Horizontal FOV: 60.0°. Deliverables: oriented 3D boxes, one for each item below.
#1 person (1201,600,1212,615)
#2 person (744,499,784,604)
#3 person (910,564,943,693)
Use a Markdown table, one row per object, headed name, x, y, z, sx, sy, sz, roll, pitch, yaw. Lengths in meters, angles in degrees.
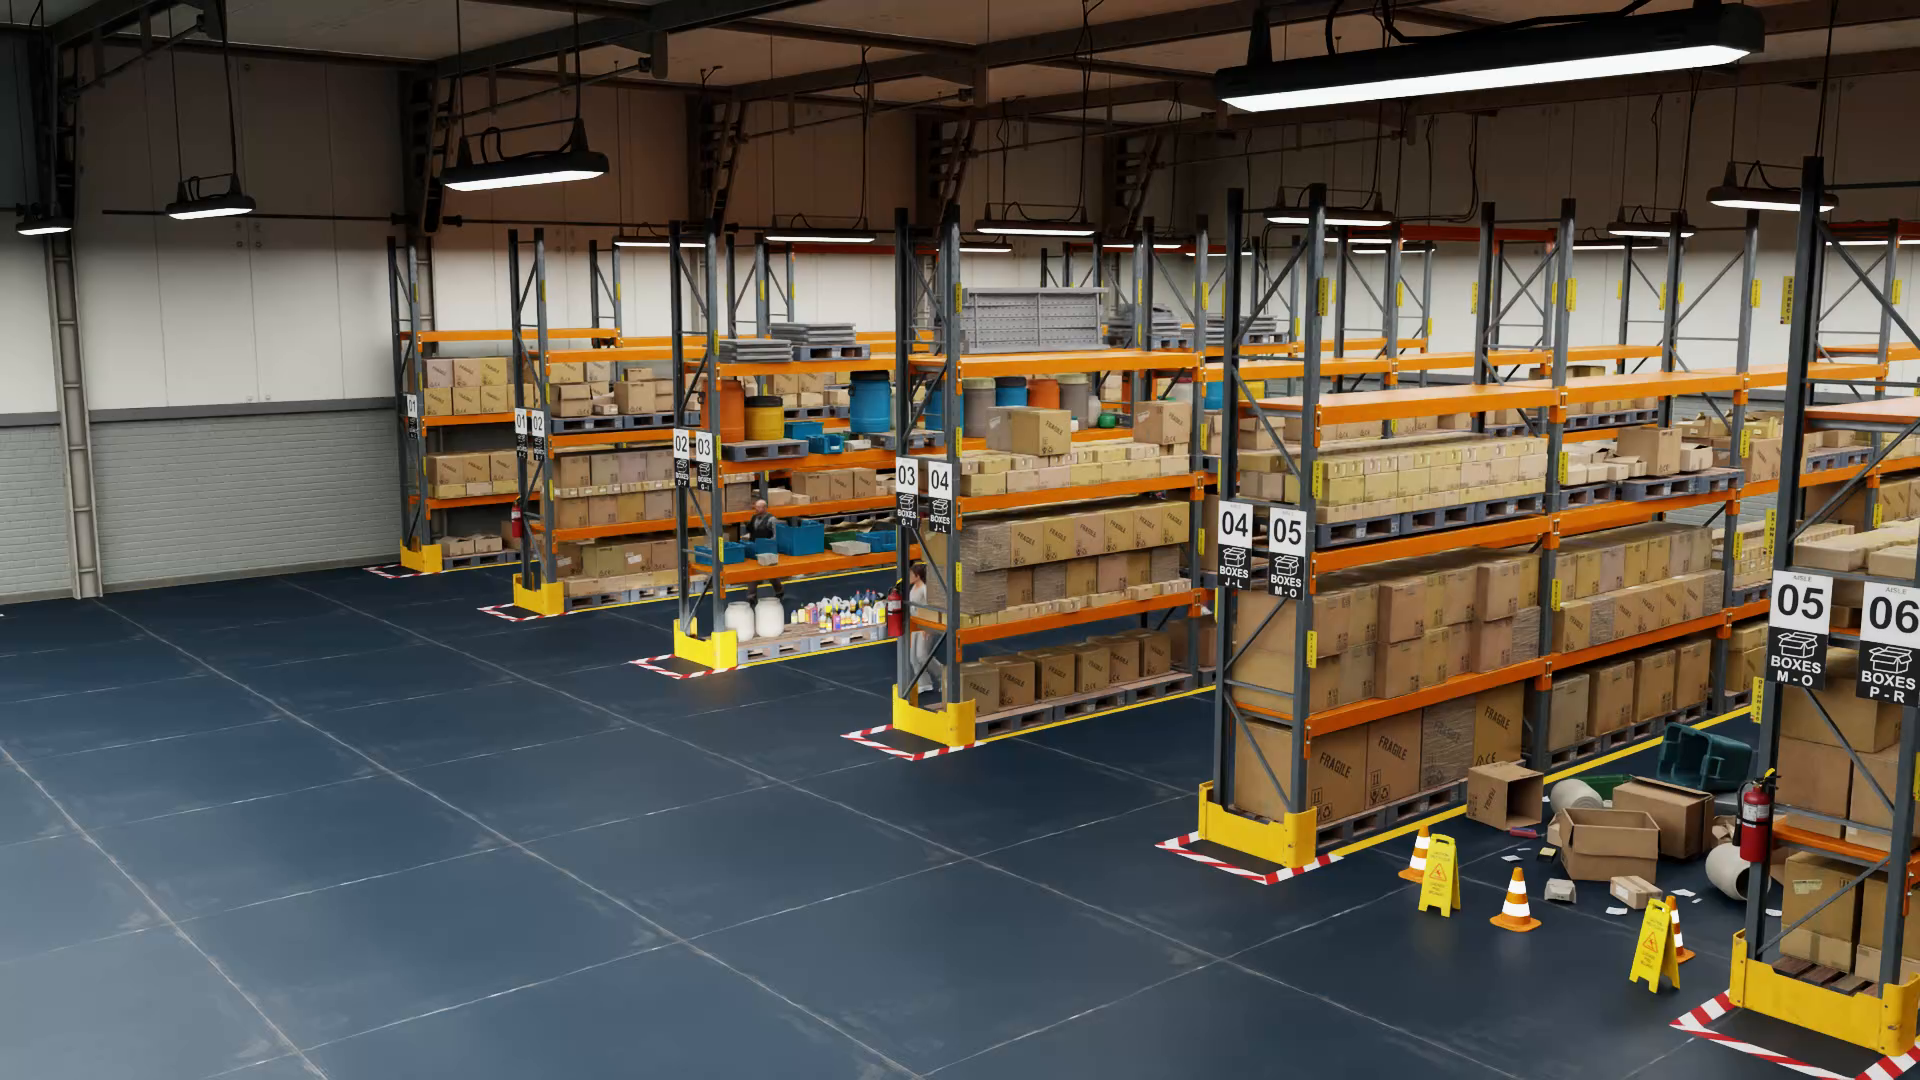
| name | x | y | z | sx | sy | sz | roll | pitch | yaw |
| --- | --- | --- | --- | --- | --- | --- | --- | --- | --- |
| person | 3.790 | 0.381 | 25.828 | 0.476 | 1.668 | 0.520 | -8 | 12 | -41 |
| person | -3.184 | 0.190 | 26.936 | 0.601 | 1.717 | 0.760 | 4 | 9 | 22 |
| person | -0.404 | 1.115 | 21.174 | 0.523 | 1.654 | 0.516 | -5 | 10 | -29 |
